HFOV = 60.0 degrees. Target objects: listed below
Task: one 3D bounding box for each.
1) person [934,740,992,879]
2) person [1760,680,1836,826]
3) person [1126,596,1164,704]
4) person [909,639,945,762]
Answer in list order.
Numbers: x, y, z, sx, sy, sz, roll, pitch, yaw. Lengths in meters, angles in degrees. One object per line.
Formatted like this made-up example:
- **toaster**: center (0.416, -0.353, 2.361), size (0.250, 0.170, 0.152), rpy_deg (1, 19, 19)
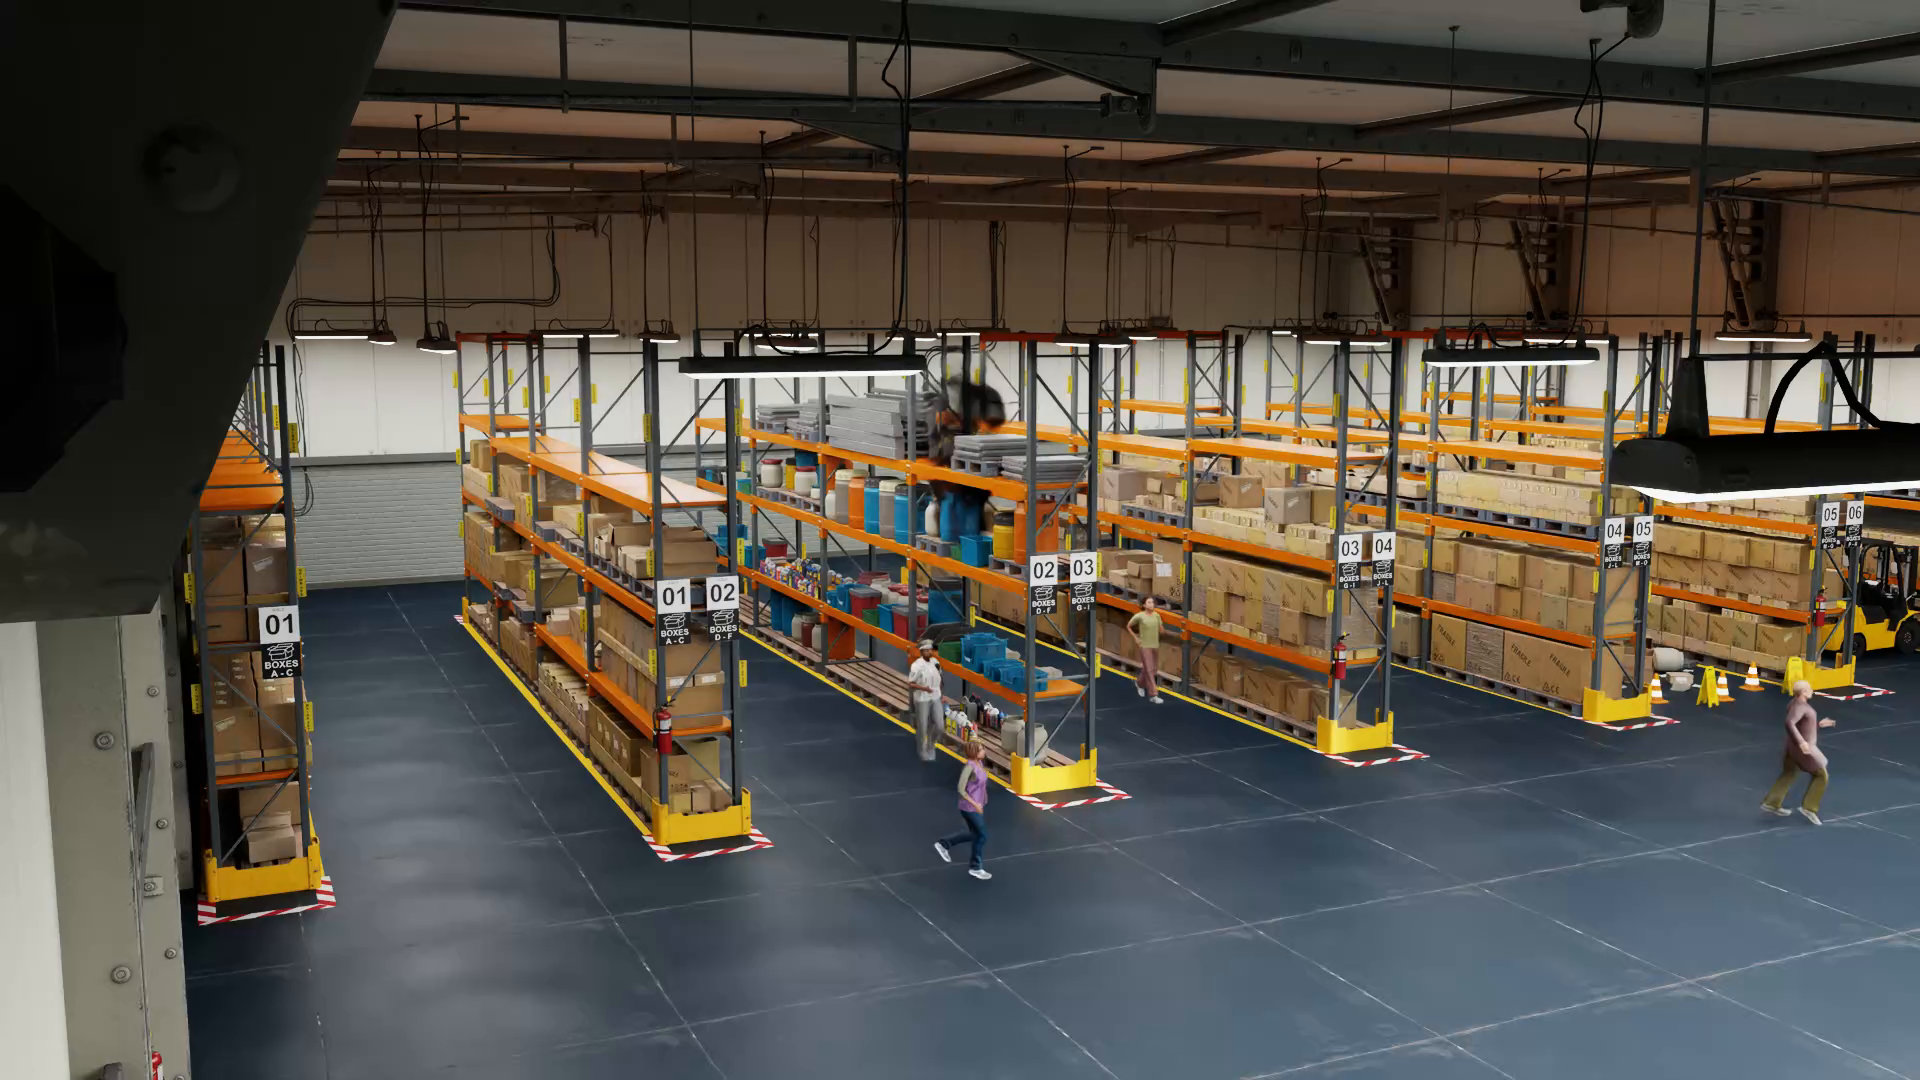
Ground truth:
- **person**: center (0.009, 2.987, 18.810), size (0.623, 1.500, 0.523), rpy_deg (2, 8, 11)
- **person**: center (10.504, 2.663, 20.798), size (0.825, 1.841, 0.668), rpy_deg (1, 8, 5)
- **person**: center (2.967, 1.699, 26.134), size (0.586, 1.670, 0.848), rpy_deg (-4, 9, -28)
- **person**: center (-0.398, 2.197, 22.539), size (0.563, 1.723, 0.572), rpy_deg (-4, 9, -26)
